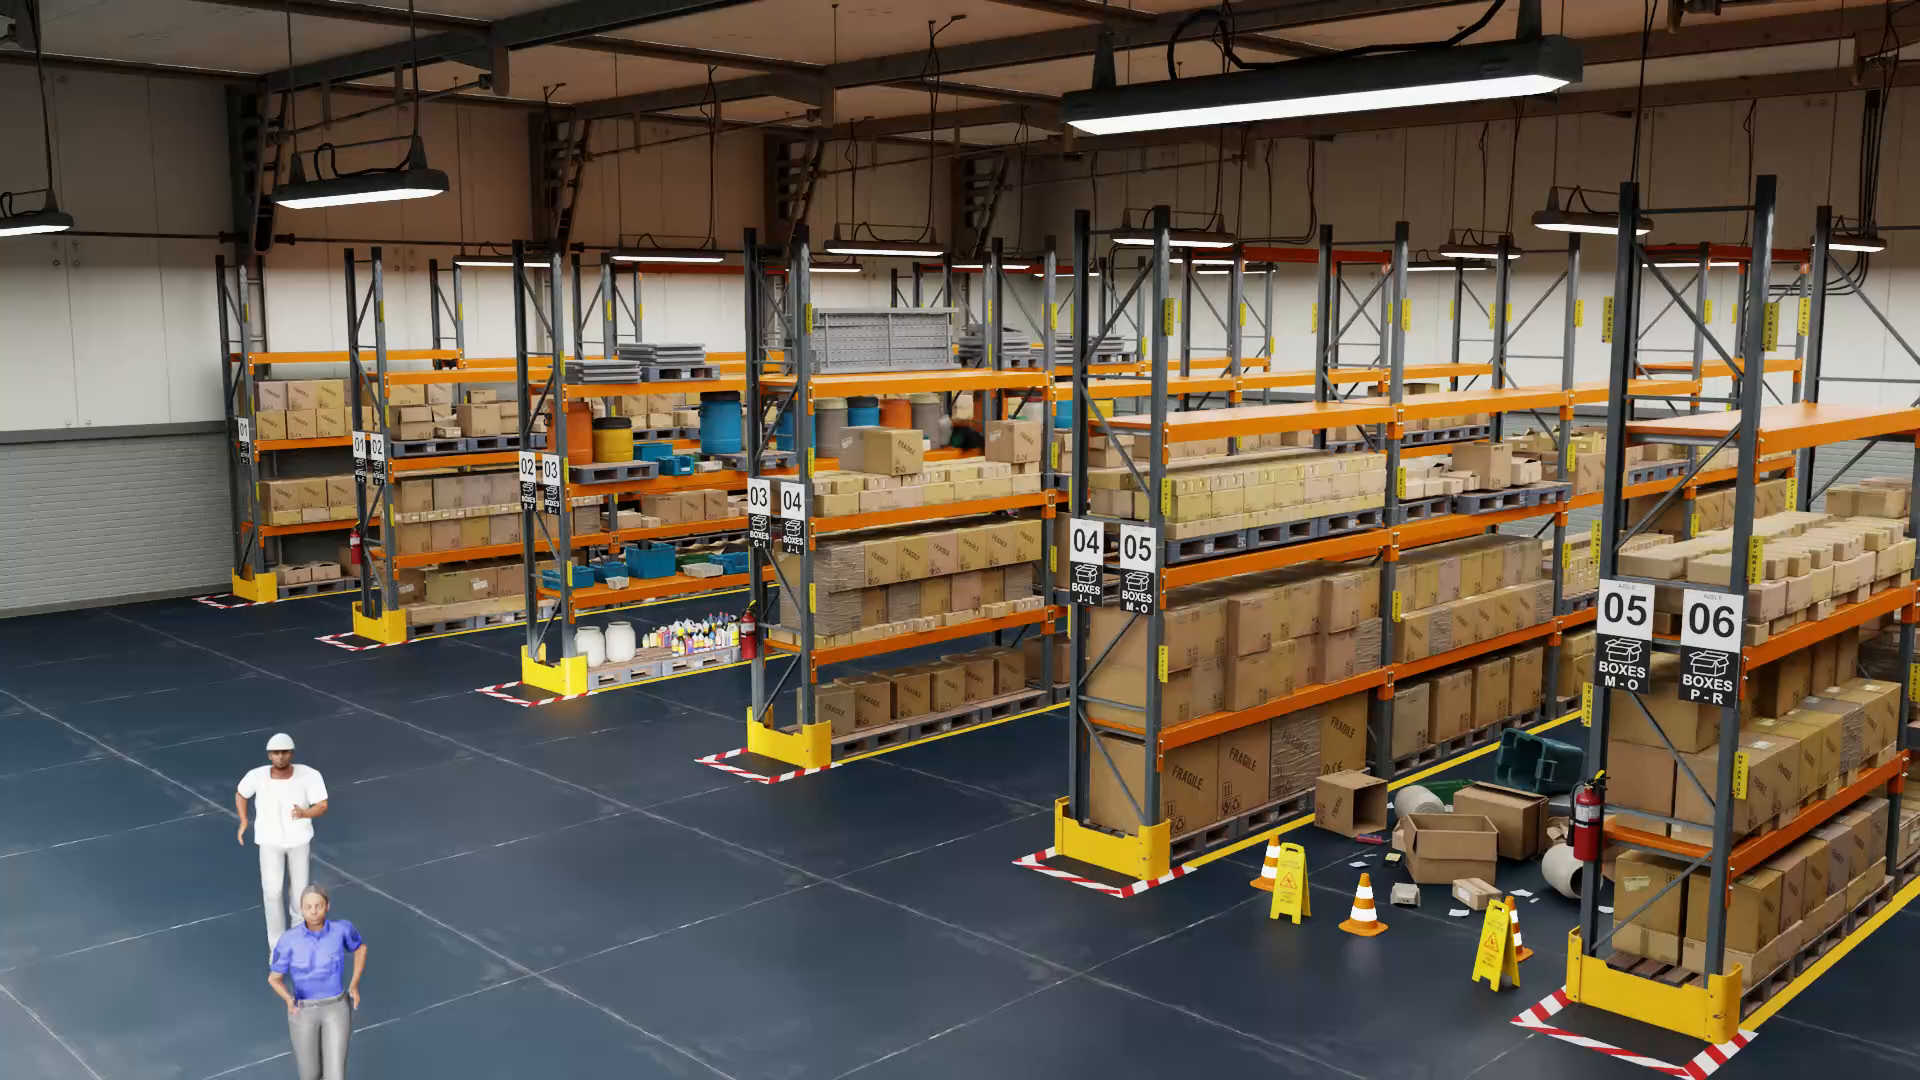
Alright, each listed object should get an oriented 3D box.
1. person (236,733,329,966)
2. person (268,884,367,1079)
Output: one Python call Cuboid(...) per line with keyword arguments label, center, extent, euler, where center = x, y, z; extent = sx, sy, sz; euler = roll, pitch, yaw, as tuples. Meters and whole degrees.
Cuboid(label="person", center=(-5.373, 2.431, 13.233), extent=(0.672, 1.831, 0.777), euler=(-4, 9, -24))
Cuboid(label="person", center=(-3.939, 2.922, 10.252), extent=(0.579, 1.649, 0.838), euler=(-3, 9, -22))
